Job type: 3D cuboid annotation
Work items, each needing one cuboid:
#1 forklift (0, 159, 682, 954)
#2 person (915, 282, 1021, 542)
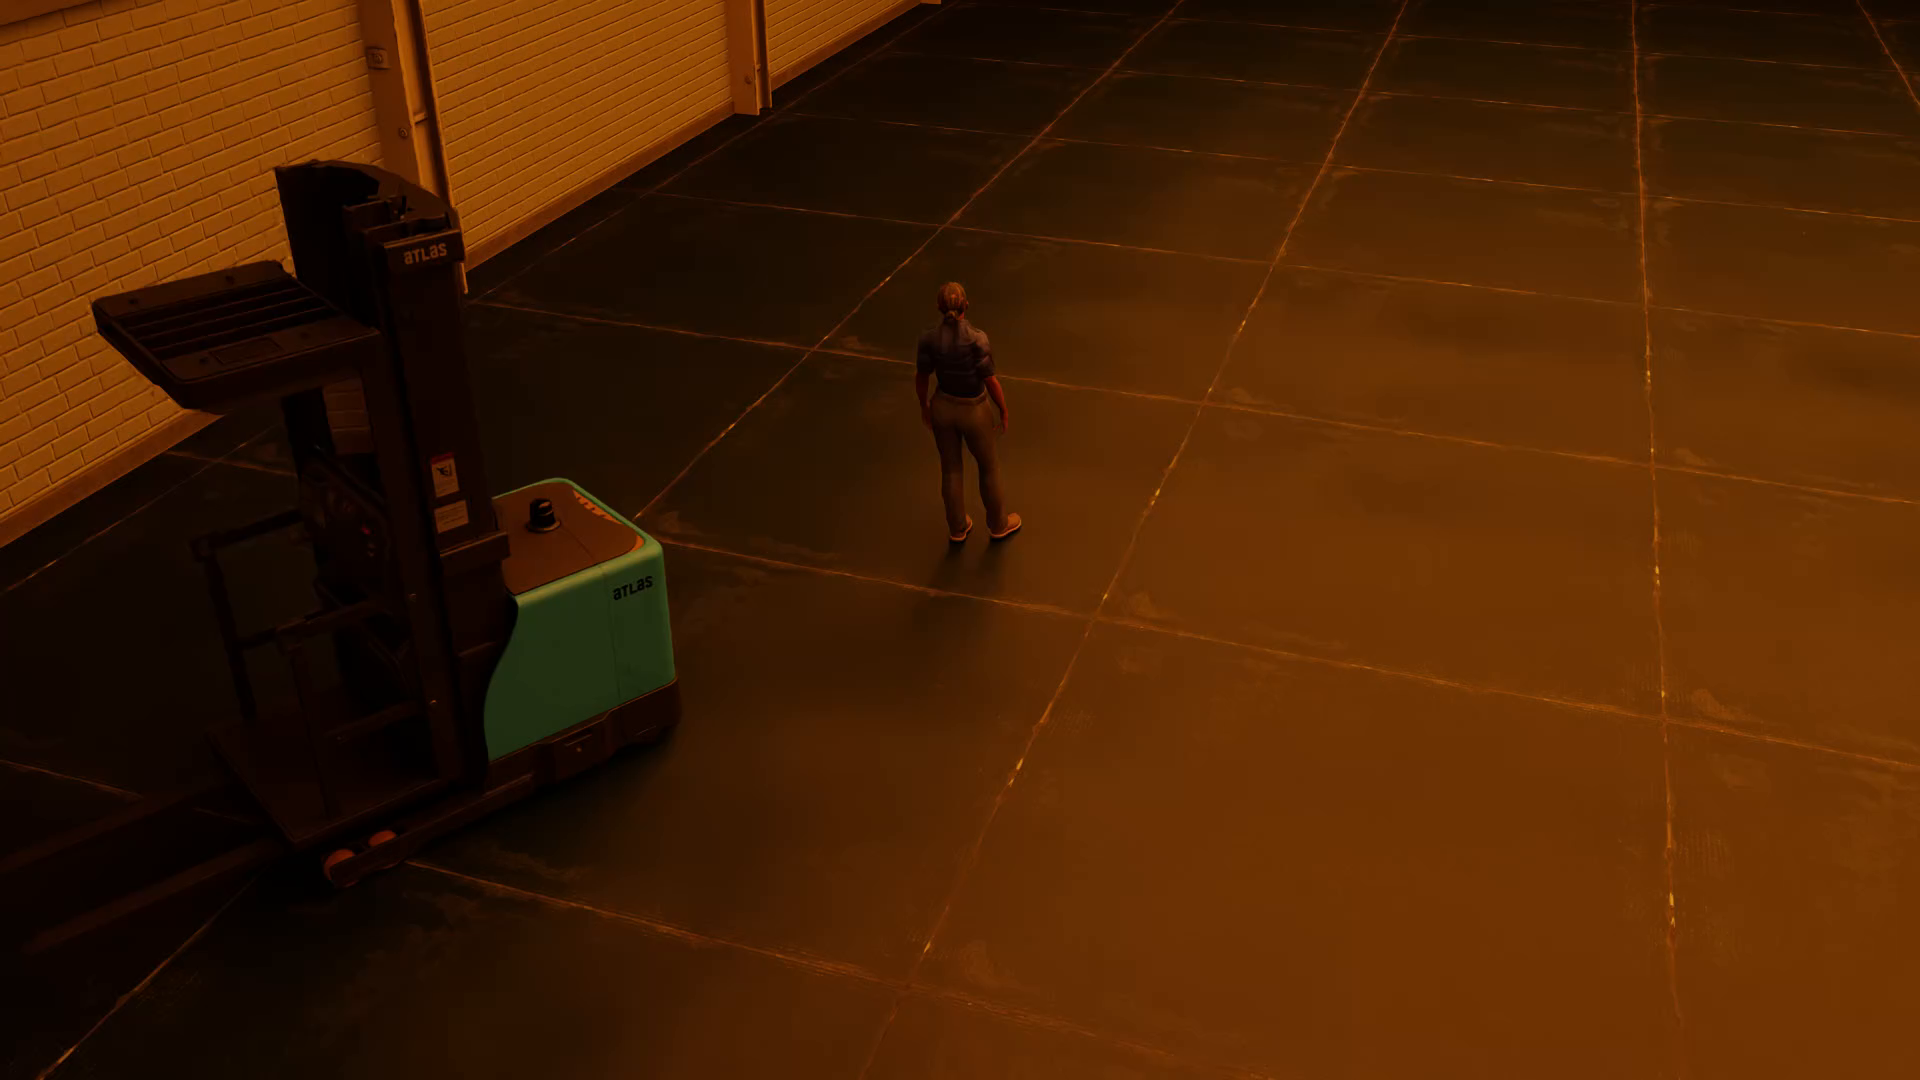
[{"bbox_3d":[-2.847,-0.024,7.179,3.031,2.935,1.130,-23,37,-35],"label":"forklift"},{"bbox_3d":[0.047,-0.763,9.749,0.569,1.654,0.504,10,31,16],"label":"person"}]
